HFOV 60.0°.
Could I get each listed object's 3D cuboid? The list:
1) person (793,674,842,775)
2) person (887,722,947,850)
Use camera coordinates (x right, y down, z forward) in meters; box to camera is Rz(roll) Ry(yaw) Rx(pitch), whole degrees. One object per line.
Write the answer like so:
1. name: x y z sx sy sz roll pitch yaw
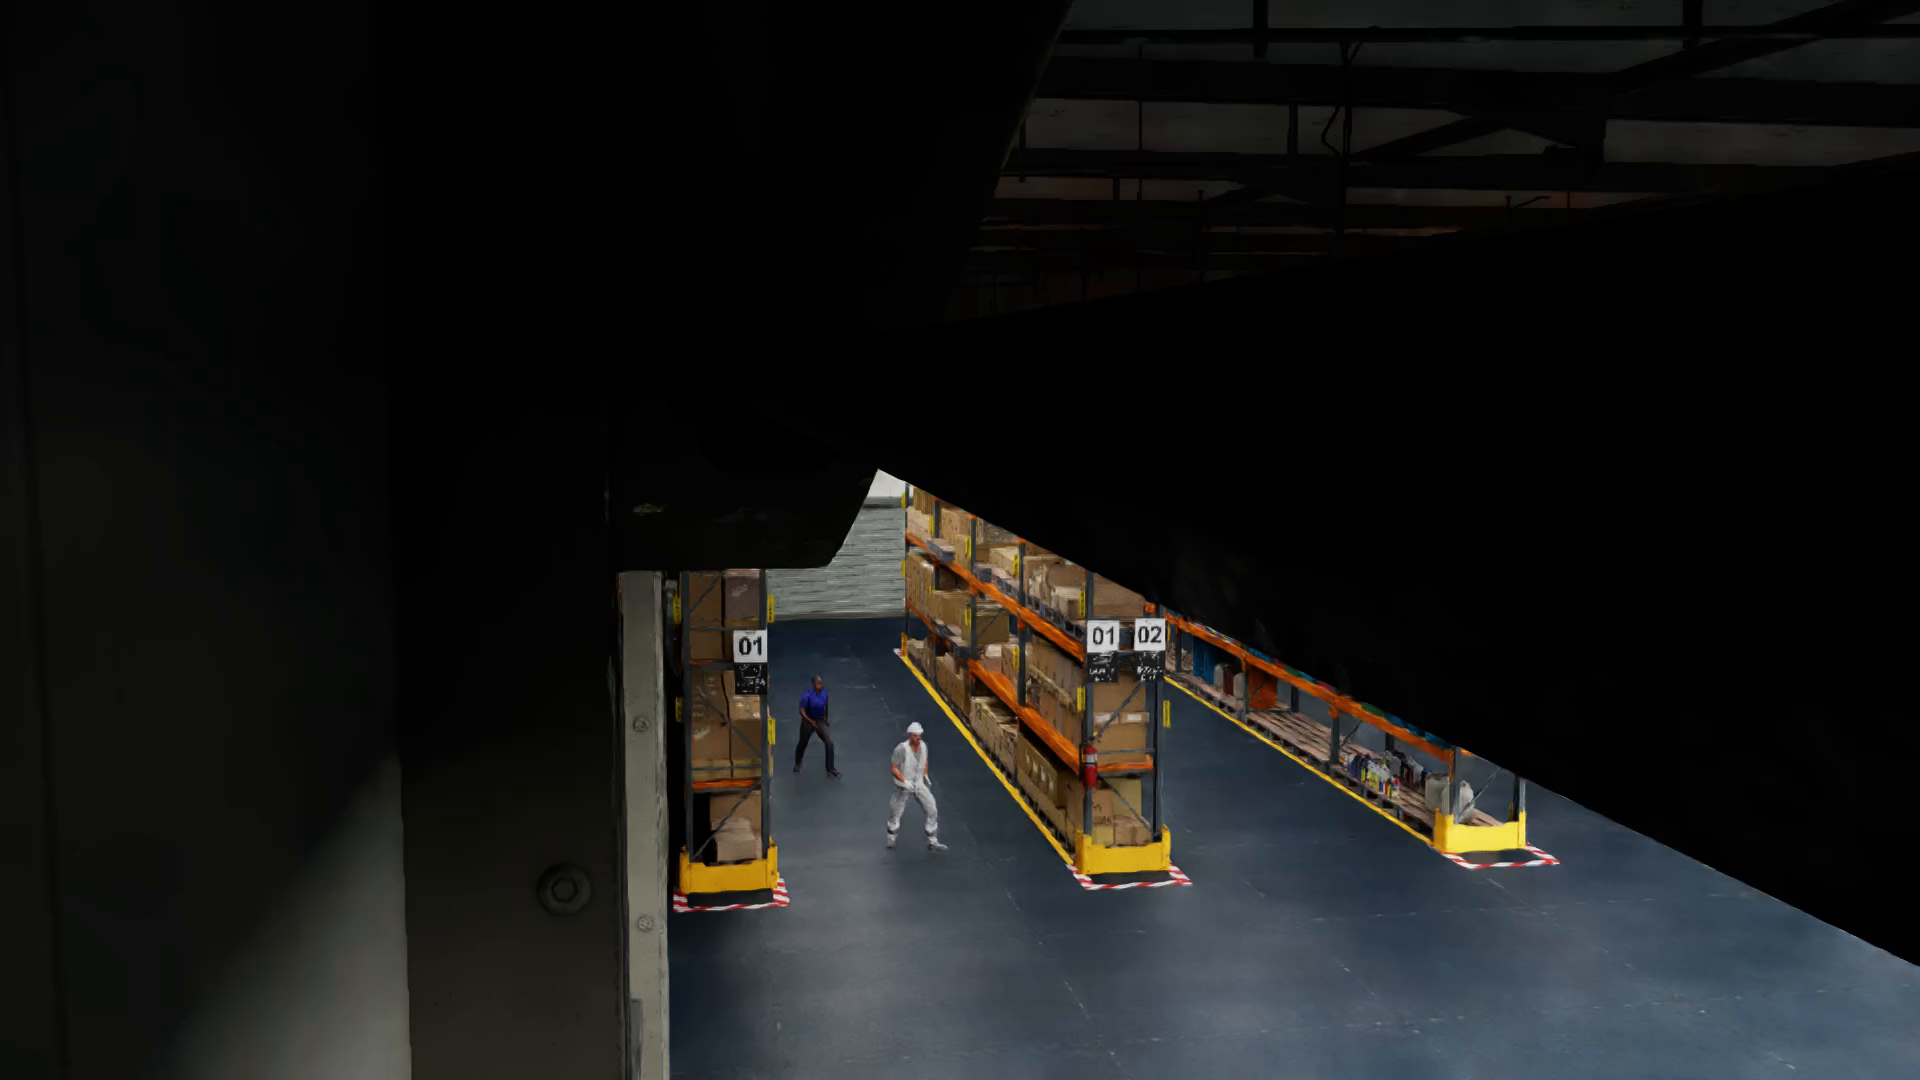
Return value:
1. person: -2.256 2.856 25.884 0.612 1.573 0.825 -3 7 -27
2. person: -0.635 3.209 21.772 0.675 1.723 0.793 -3 7 -30
